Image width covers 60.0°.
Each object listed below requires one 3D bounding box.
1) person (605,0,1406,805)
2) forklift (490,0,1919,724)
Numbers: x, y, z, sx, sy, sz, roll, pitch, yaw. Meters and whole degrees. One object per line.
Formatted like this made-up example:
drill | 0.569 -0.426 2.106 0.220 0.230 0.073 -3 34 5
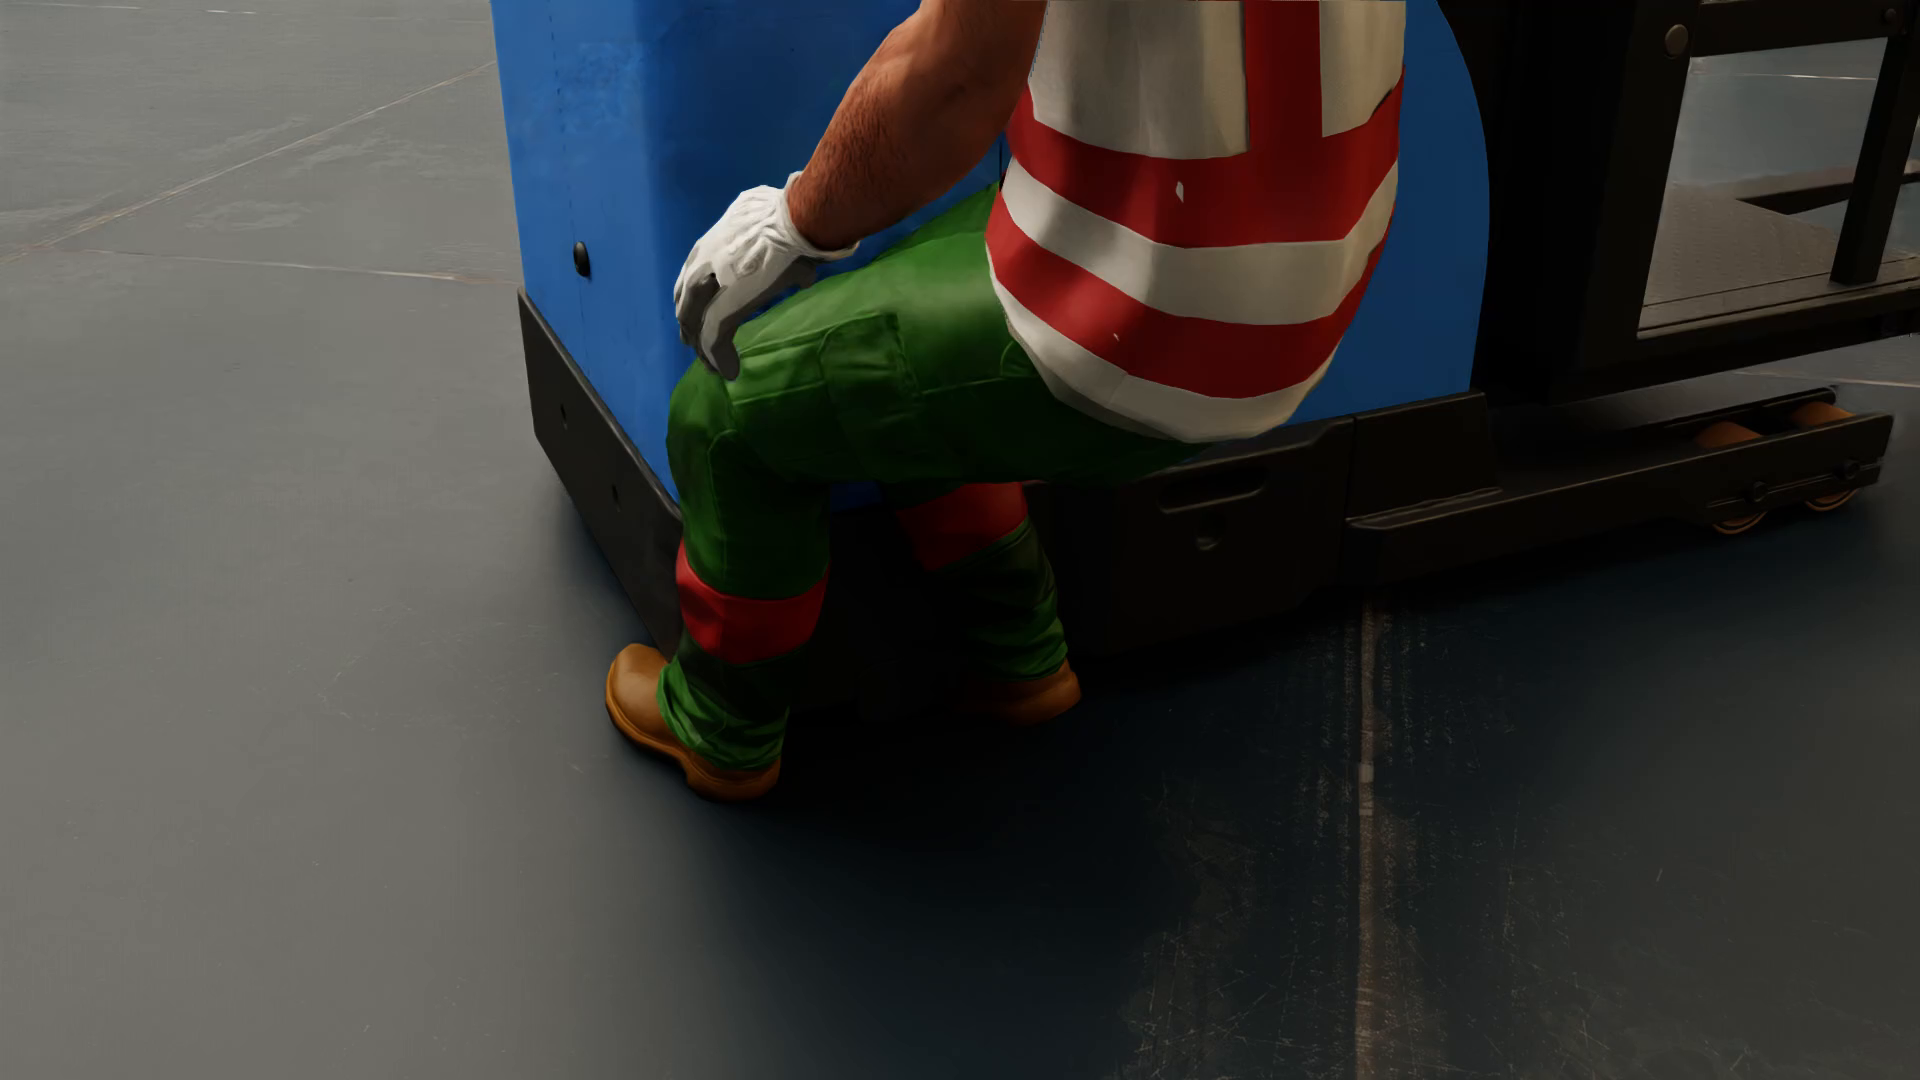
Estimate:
person | -0.069 -0.324 1.516 0.898 1.566 0.787 11 29 21
forklift | 0.872 -1.521 2.261 3.031 2.935 1.130 -12 29 -22
